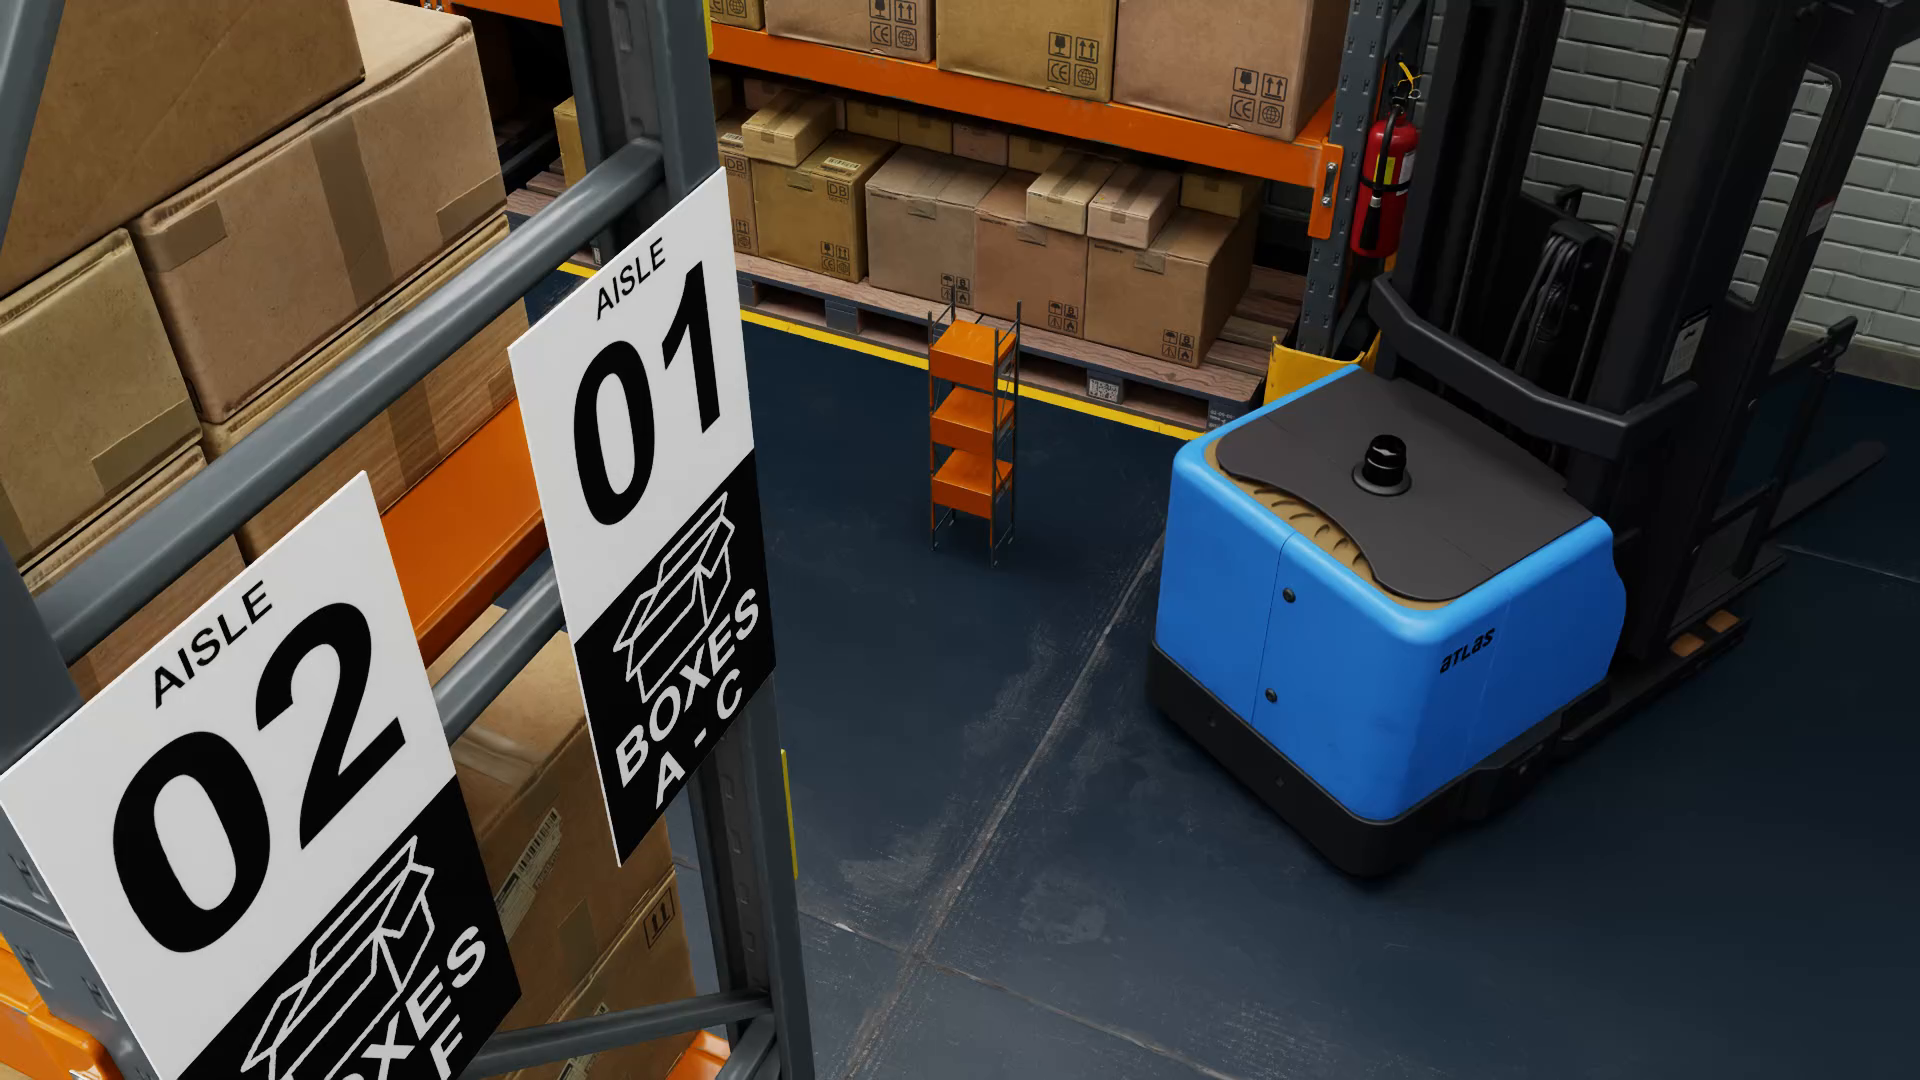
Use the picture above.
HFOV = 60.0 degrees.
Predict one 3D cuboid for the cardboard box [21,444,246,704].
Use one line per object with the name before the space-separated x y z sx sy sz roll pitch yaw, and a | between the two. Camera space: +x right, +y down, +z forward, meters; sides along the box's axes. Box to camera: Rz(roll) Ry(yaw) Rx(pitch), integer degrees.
cardboard box | -1.110 0.074 1.699 0.500 0.250 0.500 17 44 19

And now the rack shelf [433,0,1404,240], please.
rack shelf | -0.254 -2.087 6.917 4.000 0.370 1.077 17 44 19

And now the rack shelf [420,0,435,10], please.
rack shelf | -3.879 -3.195 8.195 4.000 0.370 1.077 17 44 19

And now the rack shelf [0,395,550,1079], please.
rack shelf | -2.345 -0.279 2.541 4.000 0.370 1.077 17 44 19

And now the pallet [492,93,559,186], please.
pallet | -2.797 -2.028 8.429 1.213 0.211 1.003 17 44 19

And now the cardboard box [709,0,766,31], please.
cardboard box | -0.922 -2.661 6.801 0.700 0.700 0.980 16 43 18

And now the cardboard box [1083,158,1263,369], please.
cardboard box | 0.882 -1.154 6.879 0.500 0.500 0.700 17 44 19

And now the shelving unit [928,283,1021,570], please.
shelving unit | 0.048 -0.382 5.889 0.252 1.050 0.215 17 44 19

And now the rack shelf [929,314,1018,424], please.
rack shelf | 0.048 -0.588 5.710 0.240 0.259 0.215 17 44 19

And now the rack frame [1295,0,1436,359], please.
rack frame | 1.559 -1.805 6.042 0.127 3.000 1.000 17 44 19

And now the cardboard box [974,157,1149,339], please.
cardboard box | 0.428 -1.292 7.039 0.500 0.500 0.700 17 44 19

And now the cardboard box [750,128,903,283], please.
cardboard box | -0.514 -1.574 7.364 0.500 0.500 0.700 18 44 20

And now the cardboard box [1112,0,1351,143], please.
cardboard box | 1.092 -2.054 6.100 0.700 0.700 0.980 19 44 21

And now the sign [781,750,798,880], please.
sign | -0.303 0.487 2.737 0.005 0.325 0.100 17 44 19

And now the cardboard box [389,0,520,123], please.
cardboard box | -2.710 -2.362 8.006 0.750 0.750 0.750 17 44 19

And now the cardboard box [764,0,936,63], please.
cardboard box | -0.259 -2.465 6.575 0.700 0.700 0.980 15 43 17

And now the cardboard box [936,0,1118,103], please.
cardboard box | 0.428 -2.249 6.325 0.700 0.700 0.980 17 44 18

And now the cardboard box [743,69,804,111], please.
cardboard box | -0.762 -2.045 7.412 0.250 0.149 0.380 16 43 17

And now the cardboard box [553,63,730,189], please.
cardboard box | -1.432 -1.859 7.692 0.500 0.500 0.700 18 44 19

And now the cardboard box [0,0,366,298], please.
cardboard box | -1.005 -0.545 1.459 0.500 0.500 0.700 17 44 19

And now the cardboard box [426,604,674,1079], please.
cardboard box | -0.823 0.441 2.611 0.500 0.500 0.500 18 44 20

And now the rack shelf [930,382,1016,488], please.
rack shelf | 0.048 -0.374 5.896 0.240 0.259 0.215 17 44 19

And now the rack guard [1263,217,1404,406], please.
rack guard | 1.580 -0.854 6.853 0.348 0.500 1.175 17 44 19

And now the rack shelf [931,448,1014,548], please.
rack shelf | 0.048 -0.164 6.078 0.240 0.259 0.215 17 44 19

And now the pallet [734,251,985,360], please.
pallet | -0.301 -1.265 7.548 1.213 0.211 1.003 17 44 19

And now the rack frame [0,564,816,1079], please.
rack frame | -0.532 1.136 2.649 0.127 3.000 1.000 17 44 19

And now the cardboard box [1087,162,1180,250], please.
cardboard box | 0.688 -1.326 6.583 0.250 0.149 0.380 16 44 18

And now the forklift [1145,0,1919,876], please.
forklift | 2.109 -0.881 5.028 3.031 2.935 1.130 -26 47 -27

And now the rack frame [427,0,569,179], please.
rack frame | -2.066 -2.913 7.320 0.127 3.000 1.000 17 44 19

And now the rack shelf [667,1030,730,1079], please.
rack shelf | -2.345 0.854 3.524 4.000 0.370 1.077 17 44 19

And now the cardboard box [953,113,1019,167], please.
cardboard box | 0.163 -1.762 7.086 0.250 0.149 0.380 18 44 19

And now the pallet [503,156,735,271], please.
pallet | -1.410 -1.602 7.937 1.213 0.211 1.003 17 44 19

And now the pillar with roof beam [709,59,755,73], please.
pillar with roof beam | -2.886 -2.944 2.776 0.400 9.000 9.100 17 44 19

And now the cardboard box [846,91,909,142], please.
cardboard box | -0.299 -1.903 7.248 0.250 0.149 0.380 16 43 18

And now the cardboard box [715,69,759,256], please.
cardboard box | -0.978 -1.718 7.530 0.500 0.500 0.700 17 44 18

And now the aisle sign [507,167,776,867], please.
aisle sign | -0.347 -0.002 1.977 0.004 0.787 0.394 17 44 19

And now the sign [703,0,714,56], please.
sign | -0.303 -0.650 1.752 0.005 0.325 0.100 17 44 19

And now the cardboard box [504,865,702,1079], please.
cardboard box | -0.823 0.819 2.939 0.500 0.500 0.500 18 44 20

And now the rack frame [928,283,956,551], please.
rack frame | -0.062 -0.416 5.928 0.008 1.050 0.200 17 44 19

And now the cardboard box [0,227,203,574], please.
cardboard box | -1.106 -0.120 1.541 0.500 0.250 0.500 17 44 19

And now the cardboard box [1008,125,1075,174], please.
cardboard box | 0.394 -1.692 7.005 0.250 0.149 0.380 17 44 19

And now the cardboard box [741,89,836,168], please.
cardboard box | -0.726 -1.757 7.079 0.250 0.149 0.380 16 43 17

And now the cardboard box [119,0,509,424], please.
cardboard box | -0.888 -0.426 1.894 0.500 0.250 0.500 17 44 19

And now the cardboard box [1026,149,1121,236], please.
cardboard box | 0.457 -1.397 6.664 0.250 0.149 0.380 18 44 20

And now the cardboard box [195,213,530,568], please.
cardboard box | -0.891 -0.234 2.054 0.500 0.250 0.500 17 44 19

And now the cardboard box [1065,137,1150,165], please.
cardboard box | 0.620 -1.623 6.925 0.250 0.149 0.380 17 44 19

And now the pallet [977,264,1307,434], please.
pallet | 0.801 -0.926 7.158 1.213 0.211 1.003 17 44 19

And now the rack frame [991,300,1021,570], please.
rack frame | 0.159 -0.348 5.850 0.008 1.050 0.200 17 44 19

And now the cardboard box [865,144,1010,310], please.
cardboard box | -0.028 -1.431 7.199 0.500 0.500 0.700 16 43 17

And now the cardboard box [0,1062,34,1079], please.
cardboard box | -1.052 0.761 2.243 0.500 0.500 0.500 17 44 18

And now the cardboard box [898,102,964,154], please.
cardboard box | -0.070 -1.833 7.167 0.250 0.149 0.380 17 44 19

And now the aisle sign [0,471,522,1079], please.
aisle sign | -0.600 0.355 1.566 0.004 0.787 0.394 17 44 19

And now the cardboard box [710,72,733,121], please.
cardboard box | -1.199 -1.901 7.246 0.250 0.149 0.380 18 44 20

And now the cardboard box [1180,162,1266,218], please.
cardboard box | 1.080 -1.483 6.763 0.250 0.149 0.380 17 44 19

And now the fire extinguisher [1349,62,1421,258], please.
fire extinguisher | 1.500 -1.319 5.826 0.183 0.674 0.296 17 44 19

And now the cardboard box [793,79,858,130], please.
cardboard box | -0.533 -1.974 7.330 0.250 0.149 0.380 17 44 19

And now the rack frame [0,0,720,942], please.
rack frame | -0.532 -1.131 0.684 0.127 3.000 1.000 17 44 19
